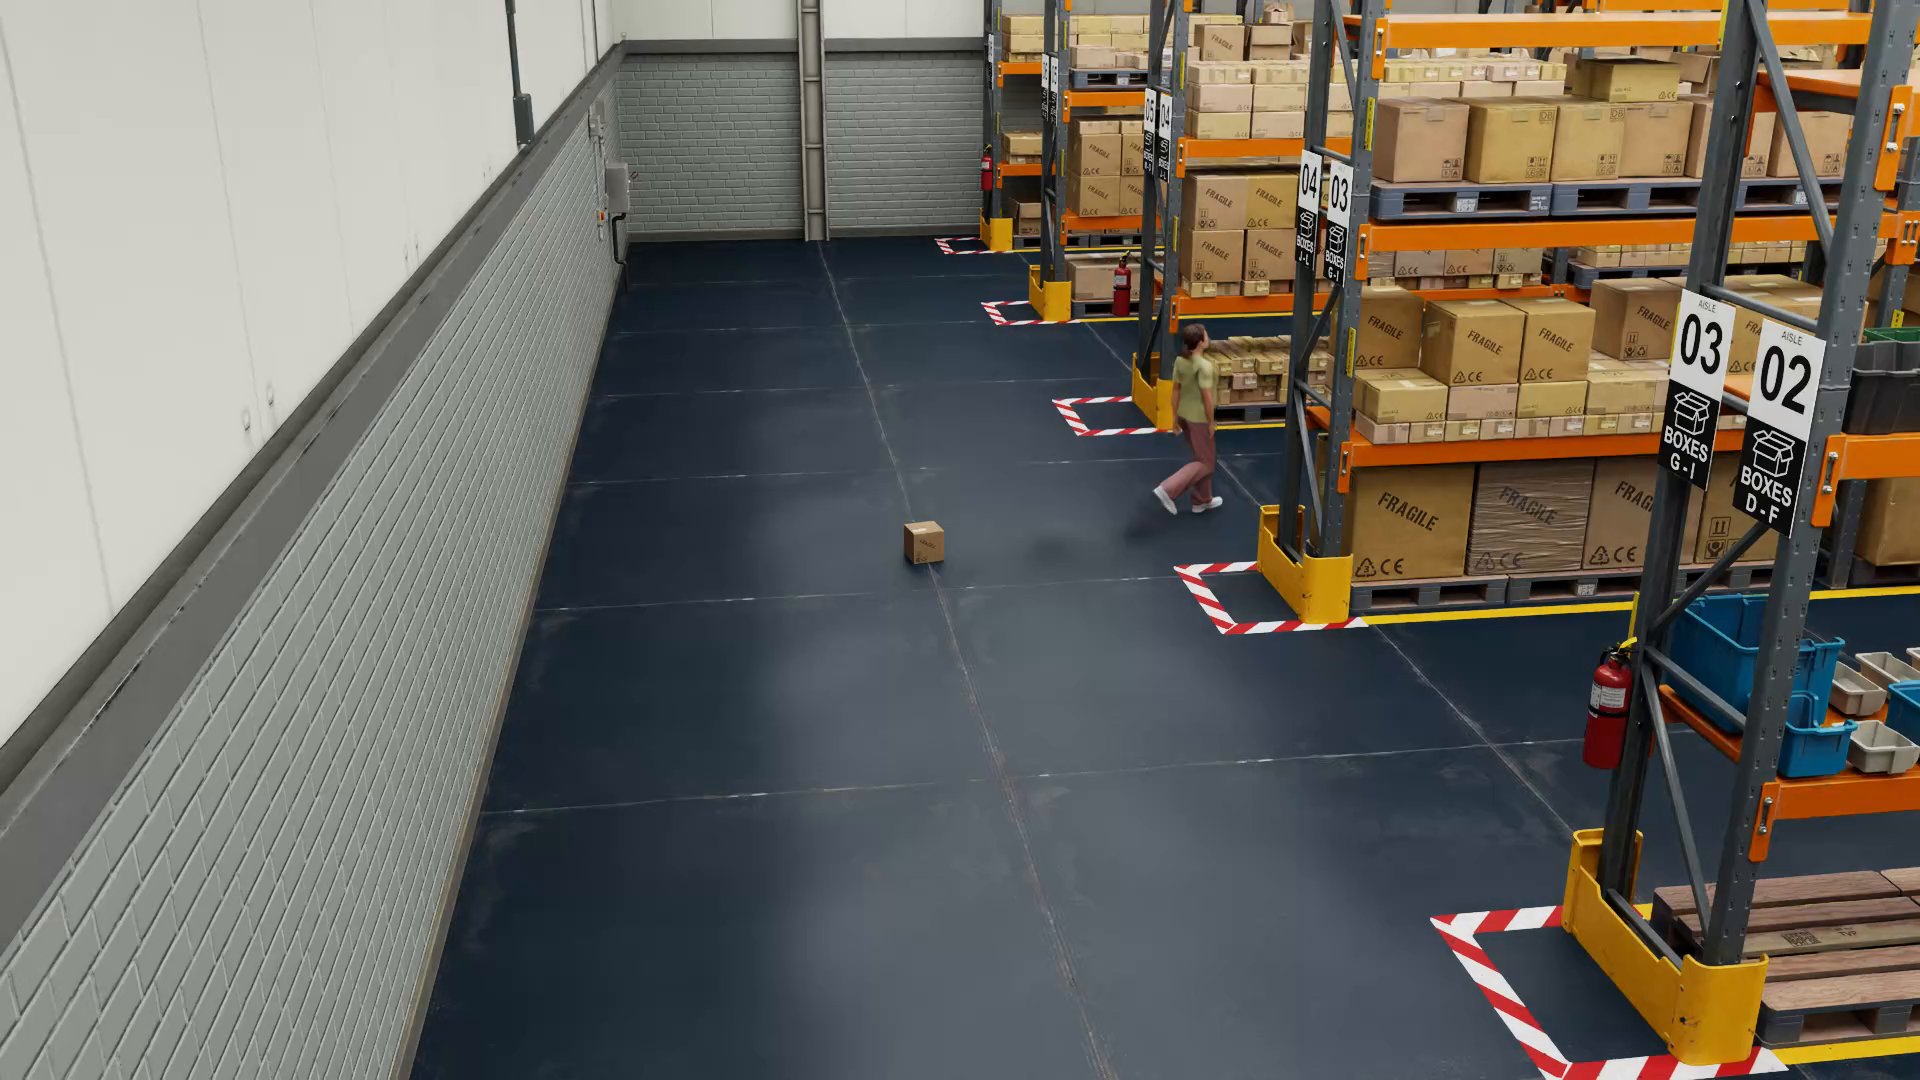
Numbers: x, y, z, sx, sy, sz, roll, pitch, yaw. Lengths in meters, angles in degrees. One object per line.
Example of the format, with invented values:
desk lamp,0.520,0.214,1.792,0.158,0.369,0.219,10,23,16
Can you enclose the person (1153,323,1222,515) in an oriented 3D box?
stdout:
person,1.916,-0.978,13.733,0.796,1.645,0.446,-11,23,-27
